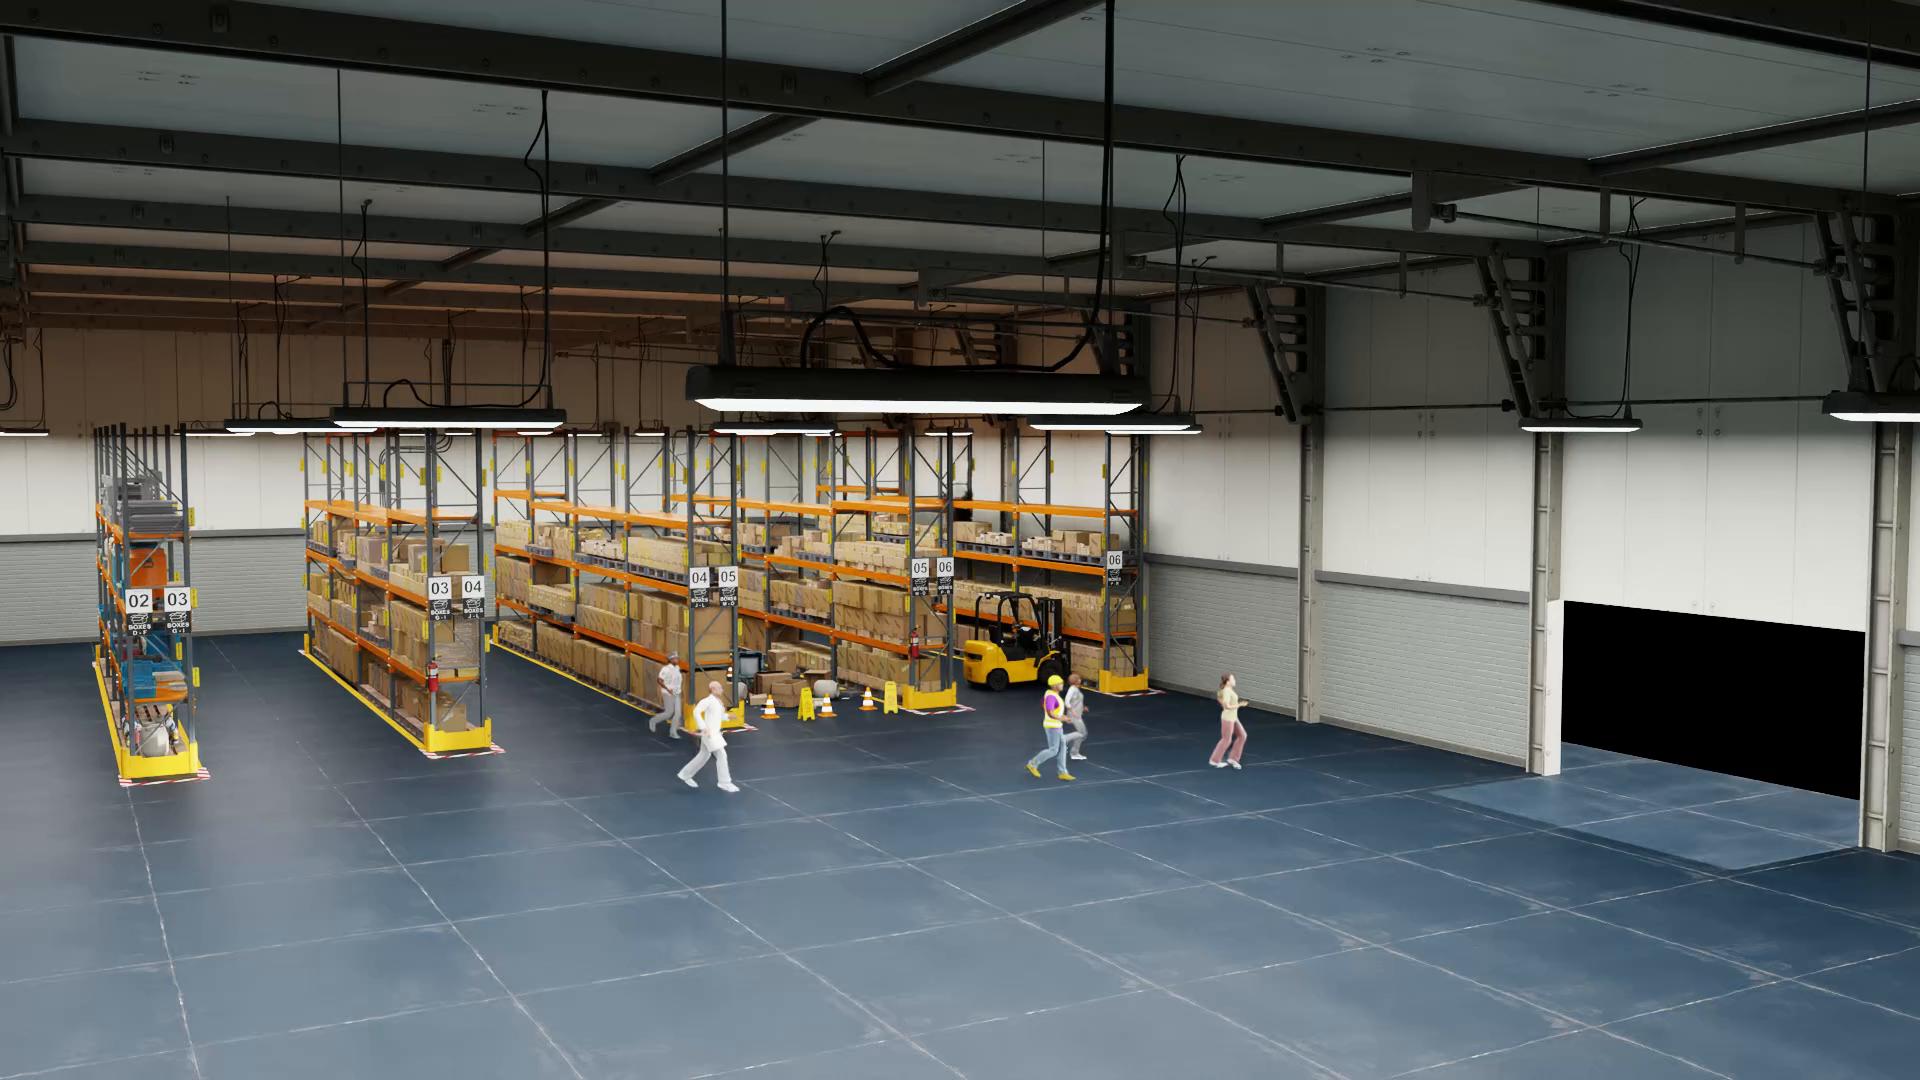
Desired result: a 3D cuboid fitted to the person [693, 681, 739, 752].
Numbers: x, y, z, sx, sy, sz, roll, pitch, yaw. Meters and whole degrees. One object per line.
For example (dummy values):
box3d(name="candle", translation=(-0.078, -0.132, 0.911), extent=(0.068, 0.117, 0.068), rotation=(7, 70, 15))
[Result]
box3d(name="person", translation=(-3.945, 2.861, 27.022), extent=(0.692, 1.134, 0.634), rotation=(0, 3, -3))

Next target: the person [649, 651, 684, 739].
box3d(name="person", translation=(-5.553, 2.963, 32.034), extent=(0.763, 1.640, 0.613), rotation=(2, 4, 31))

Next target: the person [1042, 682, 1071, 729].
box3d(name="person", translation=(1.614, 2.731, 27.878), extent=(0.519, 0.855, 0.725), rotation=(0, 3, 6))

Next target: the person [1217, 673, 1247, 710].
box3d(name="person", translation=(4.695, 2.683, 28.734), extent=(0.585, 0.777, 0.542), rotation=(1, 4, 18))

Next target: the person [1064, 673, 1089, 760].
box3d(name="person", translation=(2.030, 3.149, 29.699), extent=(0.557, 1.547, 0.549), rotation=(1, 3, 8))
